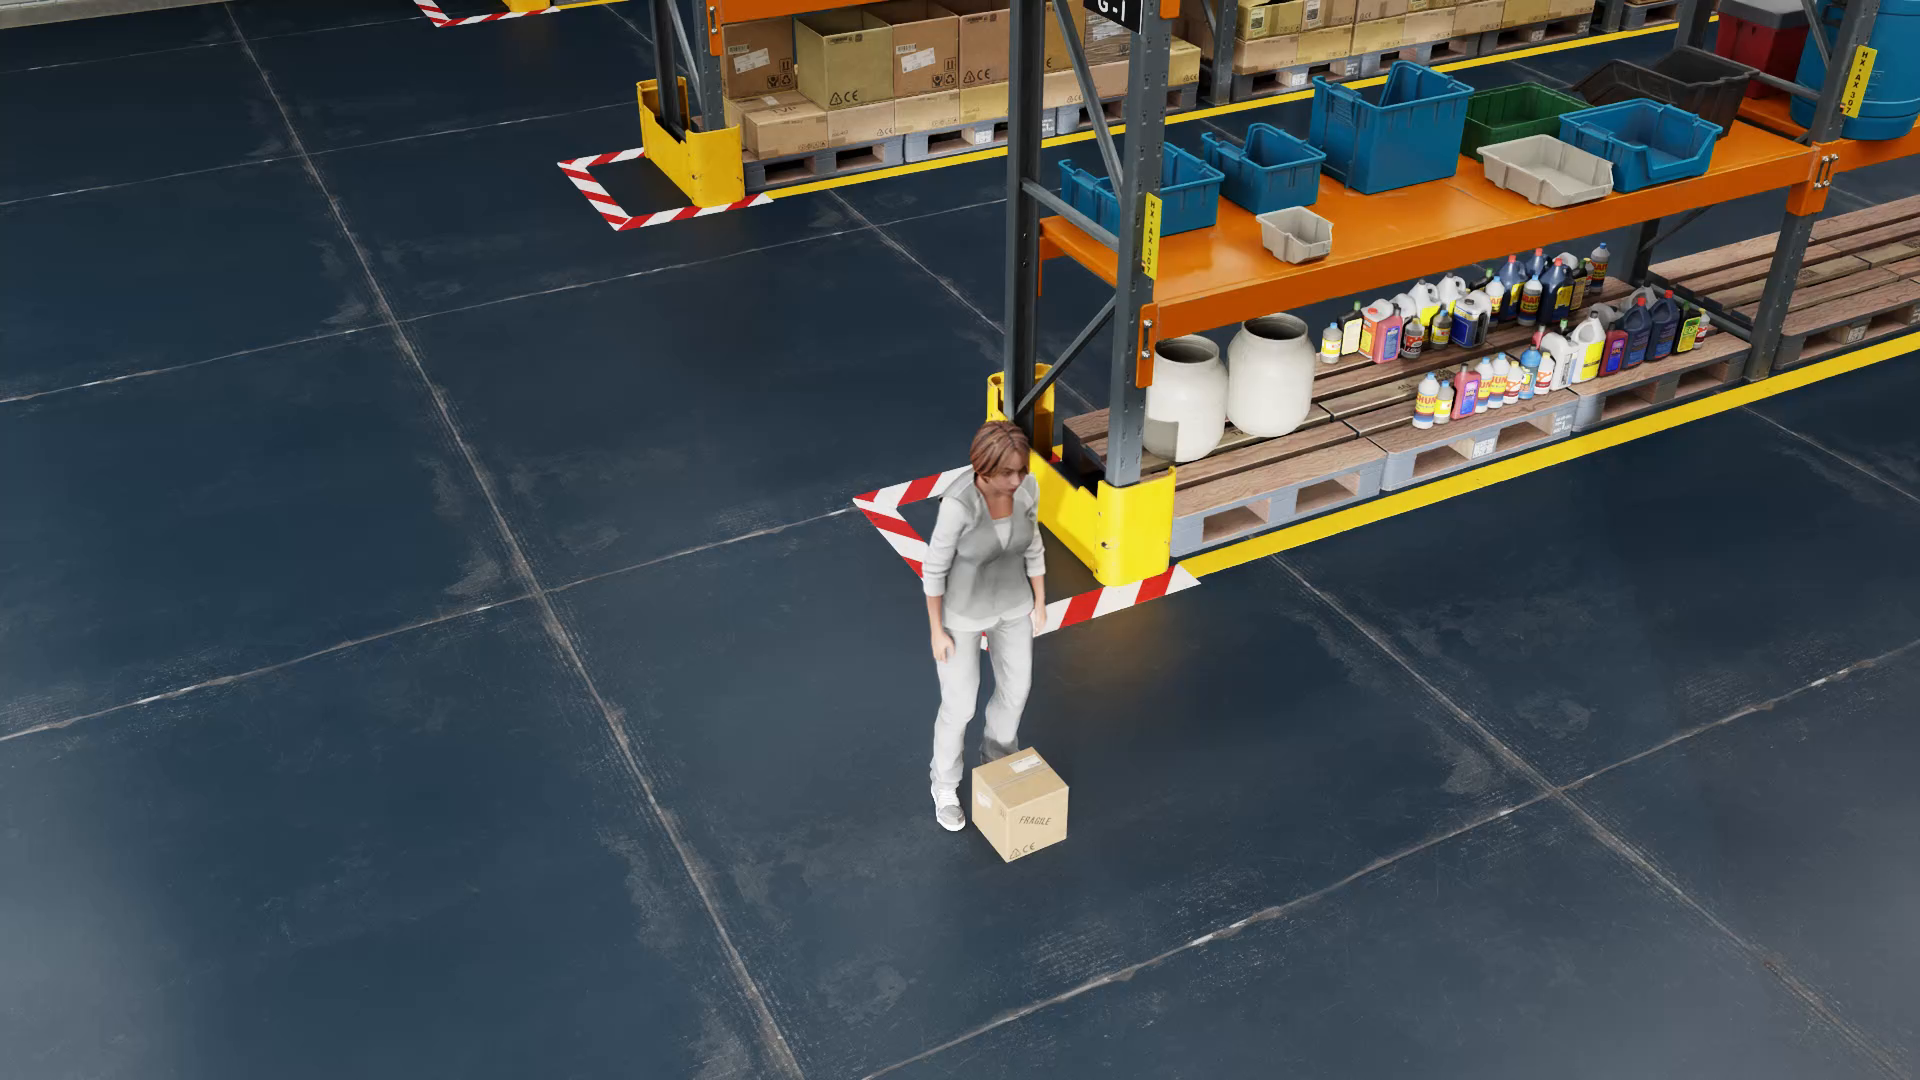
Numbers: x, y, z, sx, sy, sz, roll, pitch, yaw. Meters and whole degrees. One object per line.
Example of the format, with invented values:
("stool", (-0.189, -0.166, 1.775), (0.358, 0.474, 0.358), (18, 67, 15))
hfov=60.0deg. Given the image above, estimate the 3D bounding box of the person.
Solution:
("person", (0.095, 0.273, 5.737), (0.466, 1.593, 0.366), (-16, 37, -23))
